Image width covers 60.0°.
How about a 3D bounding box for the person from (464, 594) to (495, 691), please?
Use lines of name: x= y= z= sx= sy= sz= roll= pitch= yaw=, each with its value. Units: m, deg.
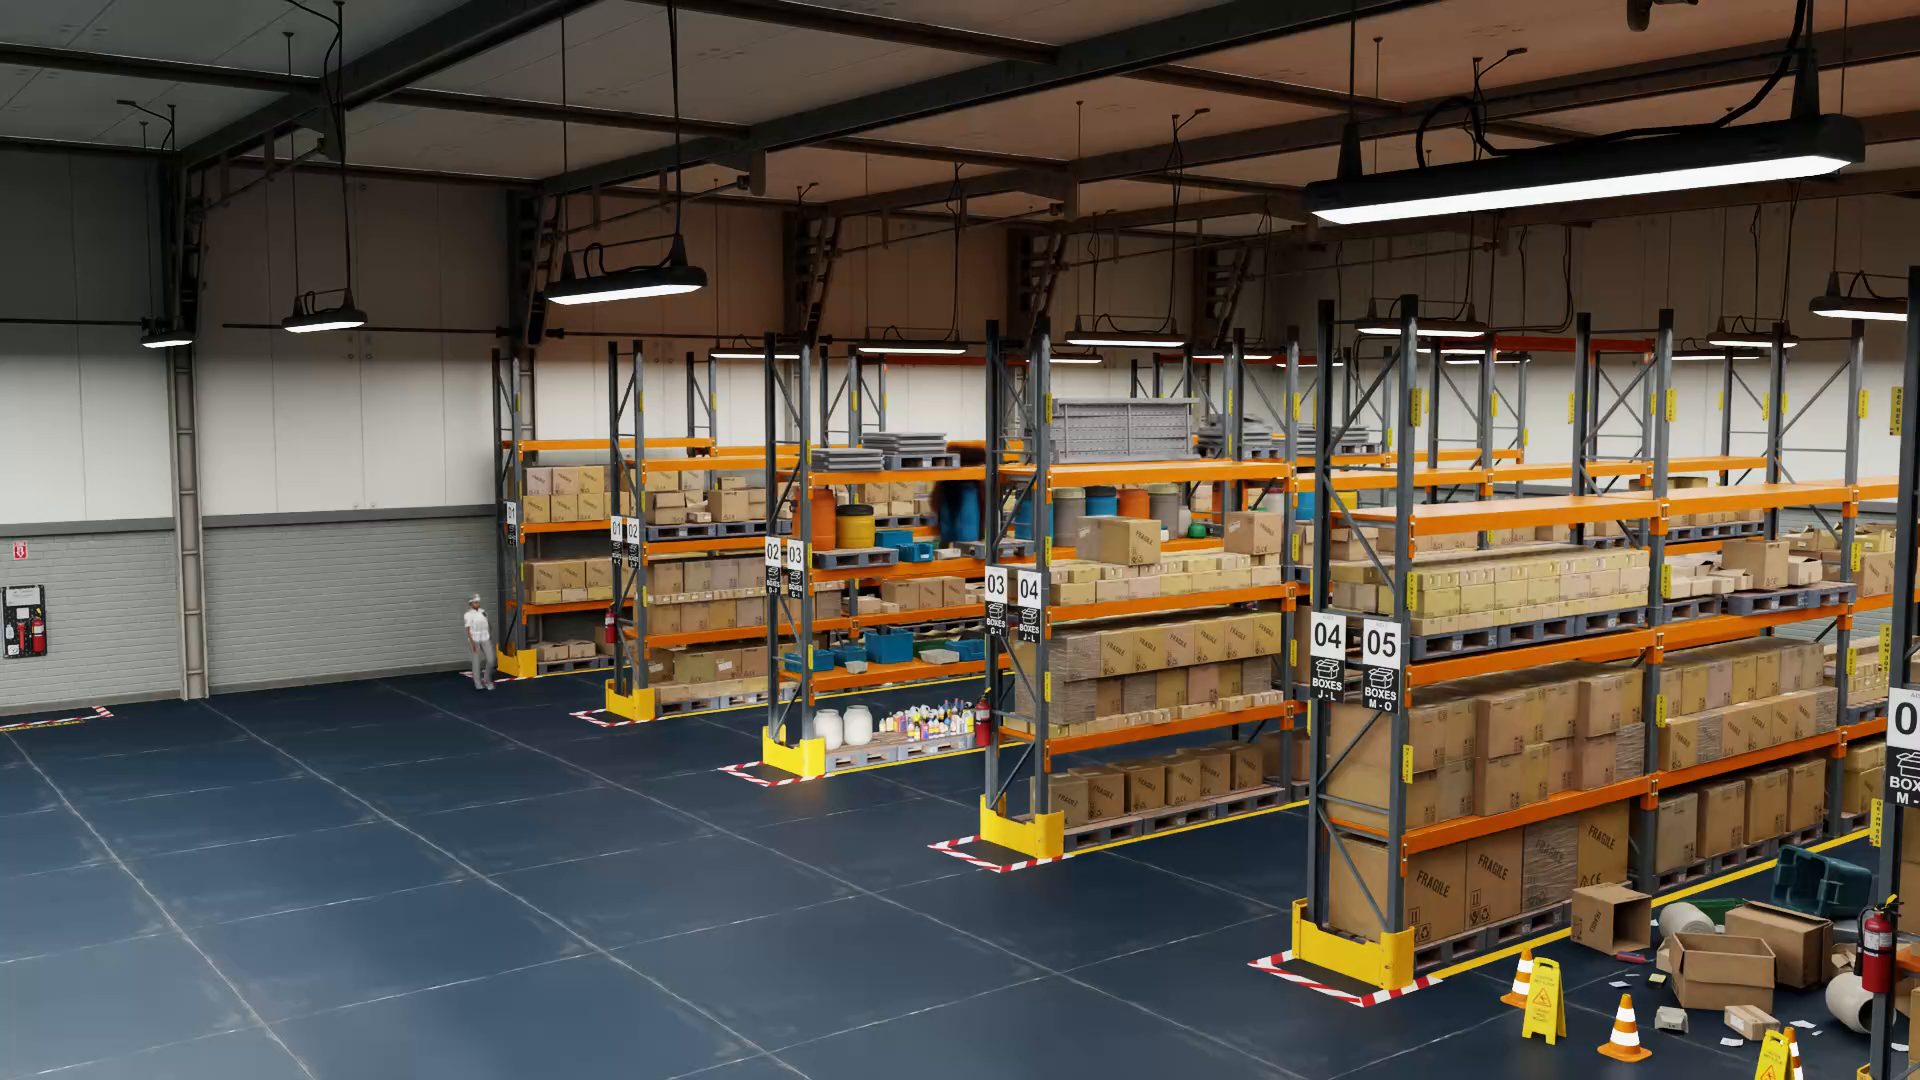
person: x=-8.366 y=1.790 z=28.910 sx=0.464 sy=1.704 sz=0.495 roll=-3 pitch=6 yaw=-29
